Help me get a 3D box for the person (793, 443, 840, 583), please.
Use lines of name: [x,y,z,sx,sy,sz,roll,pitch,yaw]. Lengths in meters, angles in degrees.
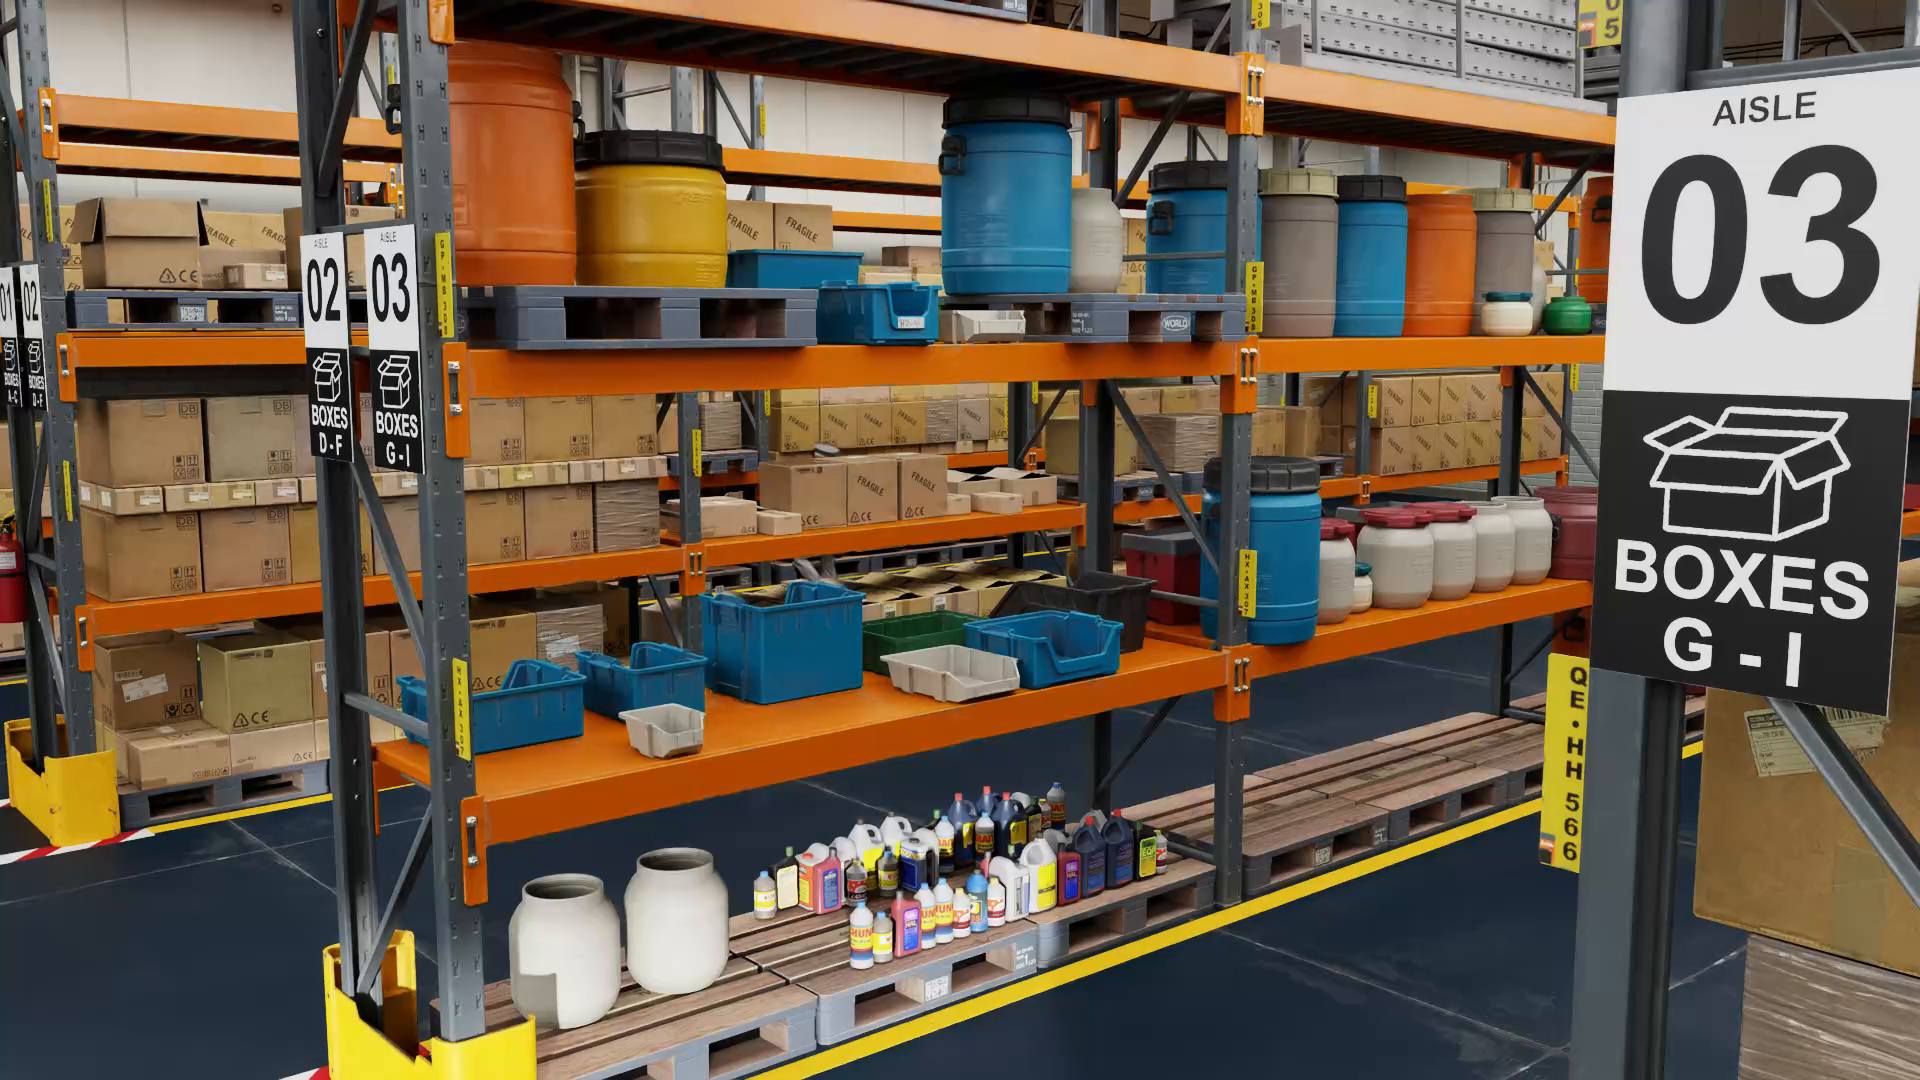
person: [-1.392,-0.118,16.503,0.418,1.681,0.543,4,9,29]
